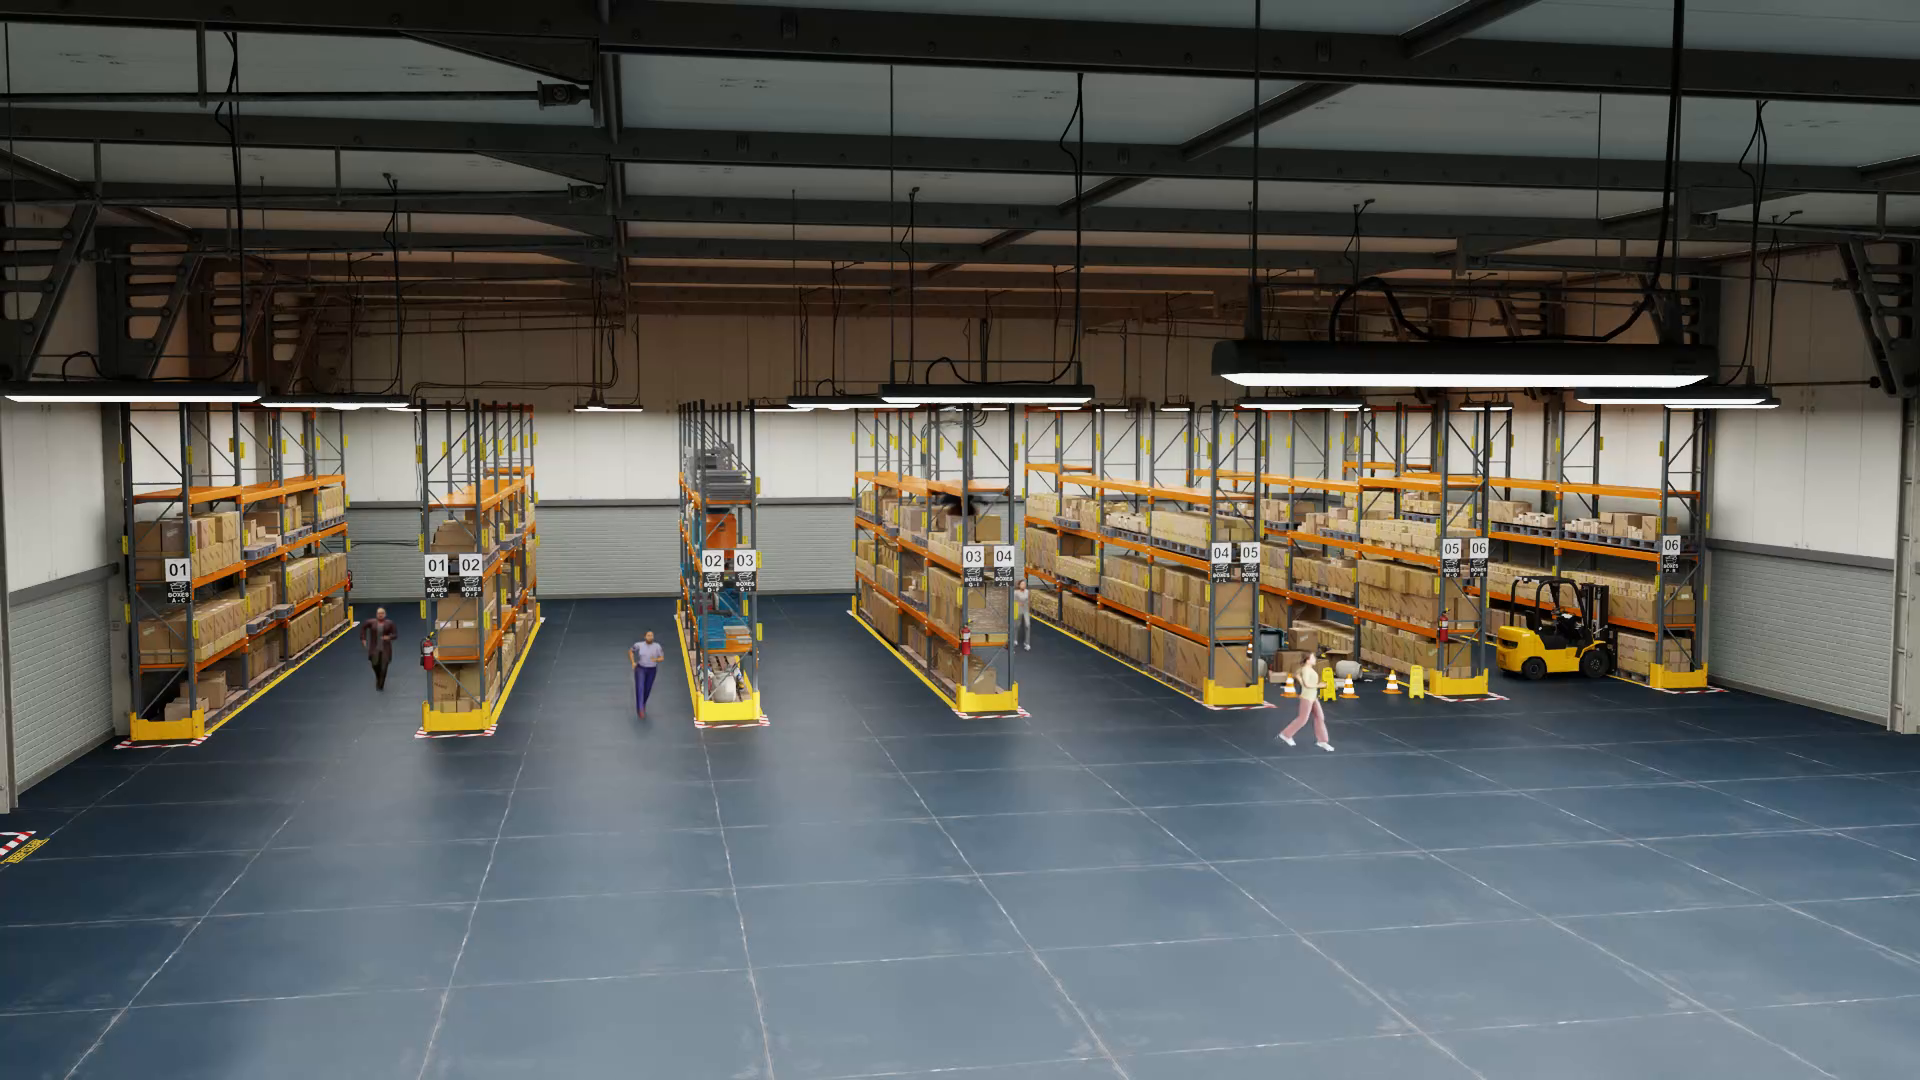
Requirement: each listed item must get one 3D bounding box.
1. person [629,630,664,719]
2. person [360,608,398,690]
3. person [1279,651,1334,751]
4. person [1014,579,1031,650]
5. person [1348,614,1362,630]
[{"bbox_3d":[-5.889,2.504,31.374,0.623,1.625,0.964,-2,5,-22],"label":"person"},{"bbox_3d":[-11.950,2.264,34.213,0.755,1.732,0.795,-1,4,-15],"label":"person"},{"bbox_3d":[5.913,2.735,28.328,0.927,1.695,0.565,2,5,21],"label":"person"},{"bbox_3d":[1.488,1.804,40.787,0.518,1.696,0.887,-1,4,-14],"label":"person"},{"bbox_3d":[10.115,1.645,42.474,0.668,1.704,0.960,-1,5,-18],"label":"person"}]
